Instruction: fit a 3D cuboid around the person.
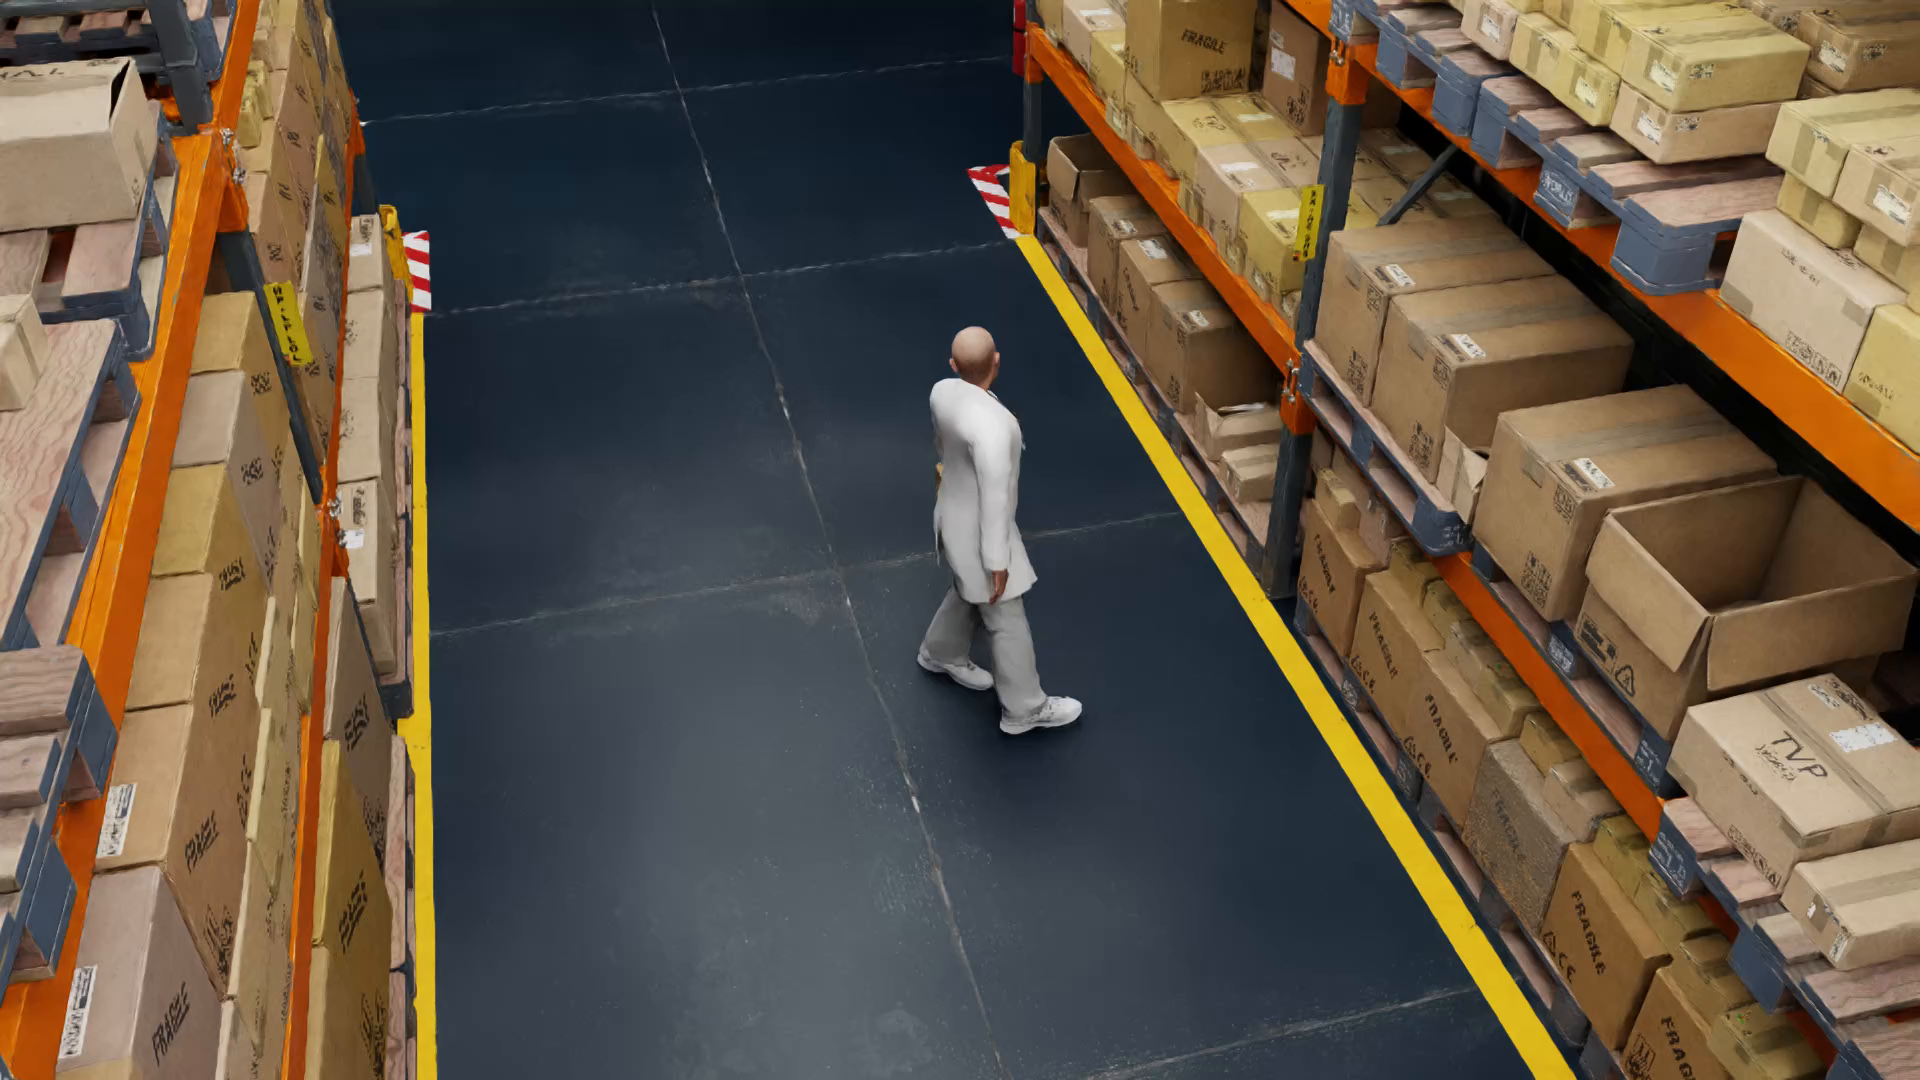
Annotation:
[{"bbox_3d":[0.164,-0.039,6.805,0.619,1.774,0.682,-9,39,-11],"label":"person"}]
